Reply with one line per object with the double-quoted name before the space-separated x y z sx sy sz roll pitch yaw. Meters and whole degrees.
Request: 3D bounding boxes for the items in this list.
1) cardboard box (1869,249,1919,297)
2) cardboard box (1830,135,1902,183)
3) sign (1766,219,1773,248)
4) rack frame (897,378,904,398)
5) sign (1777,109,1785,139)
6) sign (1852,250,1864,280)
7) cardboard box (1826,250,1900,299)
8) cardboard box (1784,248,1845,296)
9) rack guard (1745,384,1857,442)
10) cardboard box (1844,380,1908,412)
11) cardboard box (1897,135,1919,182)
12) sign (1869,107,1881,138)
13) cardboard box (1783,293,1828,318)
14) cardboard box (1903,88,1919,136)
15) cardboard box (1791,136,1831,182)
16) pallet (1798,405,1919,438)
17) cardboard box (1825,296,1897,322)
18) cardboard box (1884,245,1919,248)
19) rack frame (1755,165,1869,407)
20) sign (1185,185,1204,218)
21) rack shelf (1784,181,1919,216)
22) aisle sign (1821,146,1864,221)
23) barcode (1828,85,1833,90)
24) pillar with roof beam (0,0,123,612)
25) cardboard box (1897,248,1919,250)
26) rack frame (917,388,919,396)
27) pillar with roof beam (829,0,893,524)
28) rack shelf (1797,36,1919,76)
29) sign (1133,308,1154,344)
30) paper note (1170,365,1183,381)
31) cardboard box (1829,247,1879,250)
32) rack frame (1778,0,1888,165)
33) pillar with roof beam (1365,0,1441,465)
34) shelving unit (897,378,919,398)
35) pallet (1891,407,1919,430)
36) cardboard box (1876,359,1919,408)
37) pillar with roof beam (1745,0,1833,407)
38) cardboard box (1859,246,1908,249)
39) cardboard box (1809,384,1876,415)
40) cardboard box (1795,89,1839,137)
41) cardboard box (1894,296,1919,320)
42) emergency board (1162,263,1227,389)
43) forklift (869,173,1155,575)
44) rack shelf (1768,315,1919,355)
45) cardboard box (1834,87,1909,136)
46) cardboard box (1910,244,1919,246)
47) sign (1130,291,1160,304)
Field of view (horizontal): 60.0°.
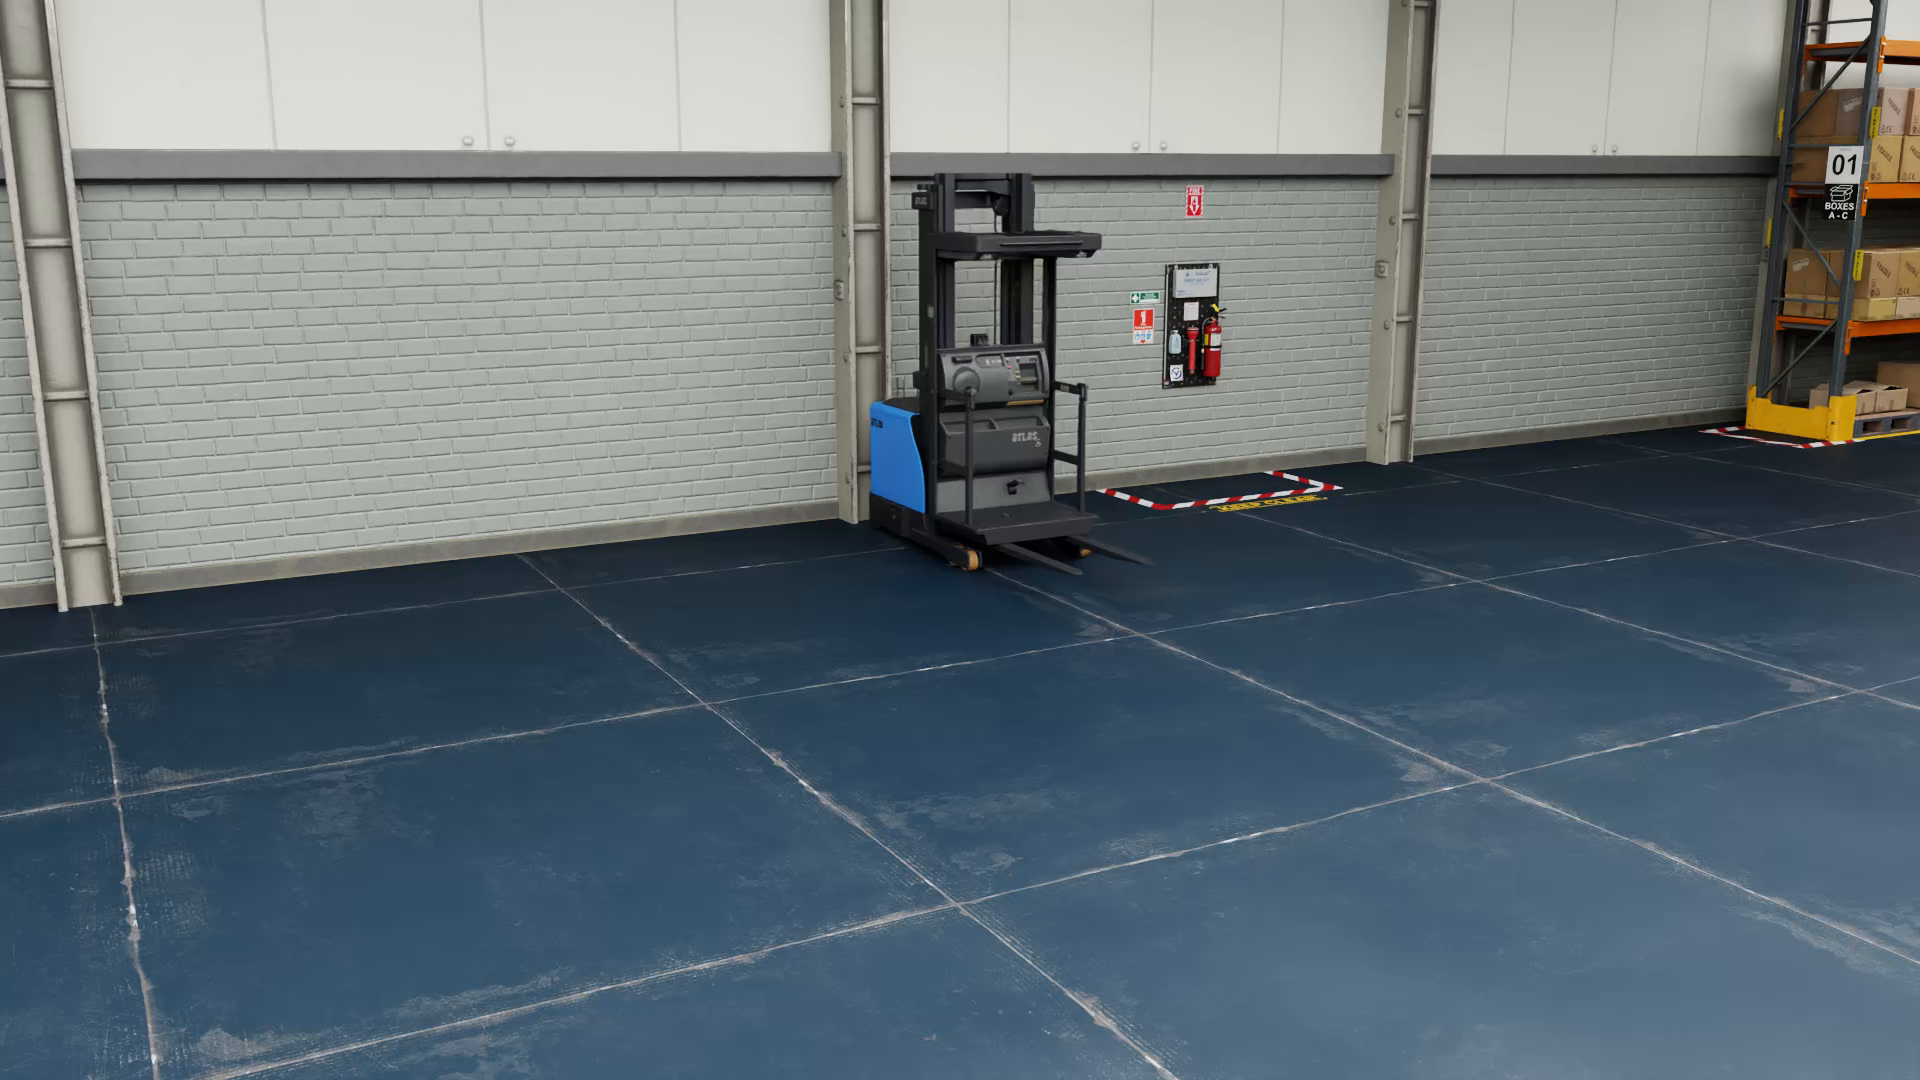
"cardboard box" 10.514 -3.019 18.778 0.500 0.500 0.500 -7 14 -28
"cardboard box" 9.925 -4.183 18.258 0.500 0.500 0.500 -6 14 -26
"sign" 9.264 -3.502 18.981 0.005 0.325 0.100 -7 14 -28
"rack frame" -0.505 -0.793 14.359 0.006 1.200 0.240 -3 10 -16
"sign" 9.264 -4.678 18.716 0.005 0.325 0.100 -7 14 -28
"sign" 9.772 -2.992 18.098 0.005 0.325 0.100 -7 14 -28
"cardboard box" 10.075 -2.968 18.556 0.500 0.500 0.500 -7 14 -28
"cardboard box" 9.824 -3.067 18.992 0.500 0.500 0.500 -7 14 -28
"rack guard" 9.579 -1.462 18.968 0.348 0.500 1.175 -7 14 -28
"cardboard box" 10.663 -1.692 19.418 0.500 0.311 0.500 -6 14 -23
"cardboard box" 10.414 -4.232 18.478 0.500 0.500 0.500 -6 14 -24
"sign" 9.772 -4.459 17.768 0.005 0.325 0.100 -7 14 -28
"cardboard box" 9.830 -2.697 19.057 0.500 0.250 0.500 -7 14 -27
"cardboard box" 10.431 -4.720 18.369 0.500 0.500 0.500 -7 14 -29
"cardboard box" 9.757 -4.288 18.727 0.500 0.500 0.500 -6 14 -24
"pallet" 10.309 -1.400 19.349 1.213 0.211 1.003 -7 14 -28
"cardboard box" 10.093 -2.600 18.628 0.500 0.250 0.500 -7 15 -29
"cardboard box" 11.164 -3.226 19.700 0.500 0.500 0.500 -7 14 -27
"rack frame" 9.512 -2.674 18.658 0.127 3.000 1.000 -7 14 -28
"sign" 2.204 -3.180 15.626 0.199 0.298 0.001 -7 14 -28
"rack shelf" 11.268 -3.997 19.342 4.000 0.370 1.077 -7 14 -28
"aisle sign" 9.593 -3.877 18.082 0.004 0.787 0.394 -7 14 -28
"barcode" 9.896 -5.137 18.902 0.075 0.075 0.001 -7 14 -28
"pillar with roof beam" -4.024 -3.118 6.967 0.400 9.000 9.100 -7 14 -28
"cardboard box" 10.970 -3.072 19.014 0.500 0.500 0.500 -7 15 -30
"rack frame" -0.329 -0.802 14.409 0.006 1.200 0.240 -3 10 -16
"pillar with roof beam" 1.242 -3.749 9.771 0.400 9.000 9.100 -7 14 -28
"rack shelf" 11.268 -5.458 19.013 4.000 0.370 1.077 -7 14 -28
"sign" 1.724 -2.009 15.624 0.234 0.329 0.001 -7 14 -28
"paper note" 2.070 -1.595 15.872 0.142 0.148 0.016 -7 14 -28
"cardboard box" 10.271 -3.118 19.219 0.500 0.500 0.500 -7 14 -27
"rack frame" 9.512 -5.601 17.999 0.127 3.000 1.000 -7 14 -28
"pillar with roof beam" 6.508 -4.380 12.576 0.400 9.000 9.100 -7 14 -28
"shelving unit" -0.417 -0.797 14.384 0.189 1.200 0.258 -3 10 -16
"pallet" 11.378 -1.527 19.915 1.213 0.211 1.003 -7 14 -28
"cardboard box" 11.331 -1.852 19.697 0.500 0.500 0.700 -8 15 -31
"pillar with roof beam" 11.775 -5.011 15.381 0.400 9.000 9.100 -7 14 -28
"cardboard box" 10.722 -3.173 19.464 0.500 0.500 0.500 -7 15 -29
"cardboard box" 10.163 -1.632 19.151 0.500 0.311 0.500 -9 15 -34
"cardboard box" 9.765 -4.779 18.631 0.500 0.500 0.500 -6 14 -25
"cardboard box" 10.542 -2.658 18.883 0.500 0.250 0.500 -7 15 -30
"emergency board" 2.258 -2.030 15.799 0.643 1.169 0.194 -7 14 -28
"forklift" 0.377 -1.301 12.716 1.130 2.935 3.031 -7 14 -28
"rack shelf" 11.268 -2.533 19.672 4.000 0.370 1.077 -7 14 -28
"cardboard box" 9.967 -4.677 18.178 0.500 0.500 0.500 -8 15 -32
"cardboard box" 11.615 -3.283 19.952 0.500 0.500 0.500 -6 14 -26
"sign" 1.732 -2.267 15.561 0.331 0.109 0.001 -7 14 -28
